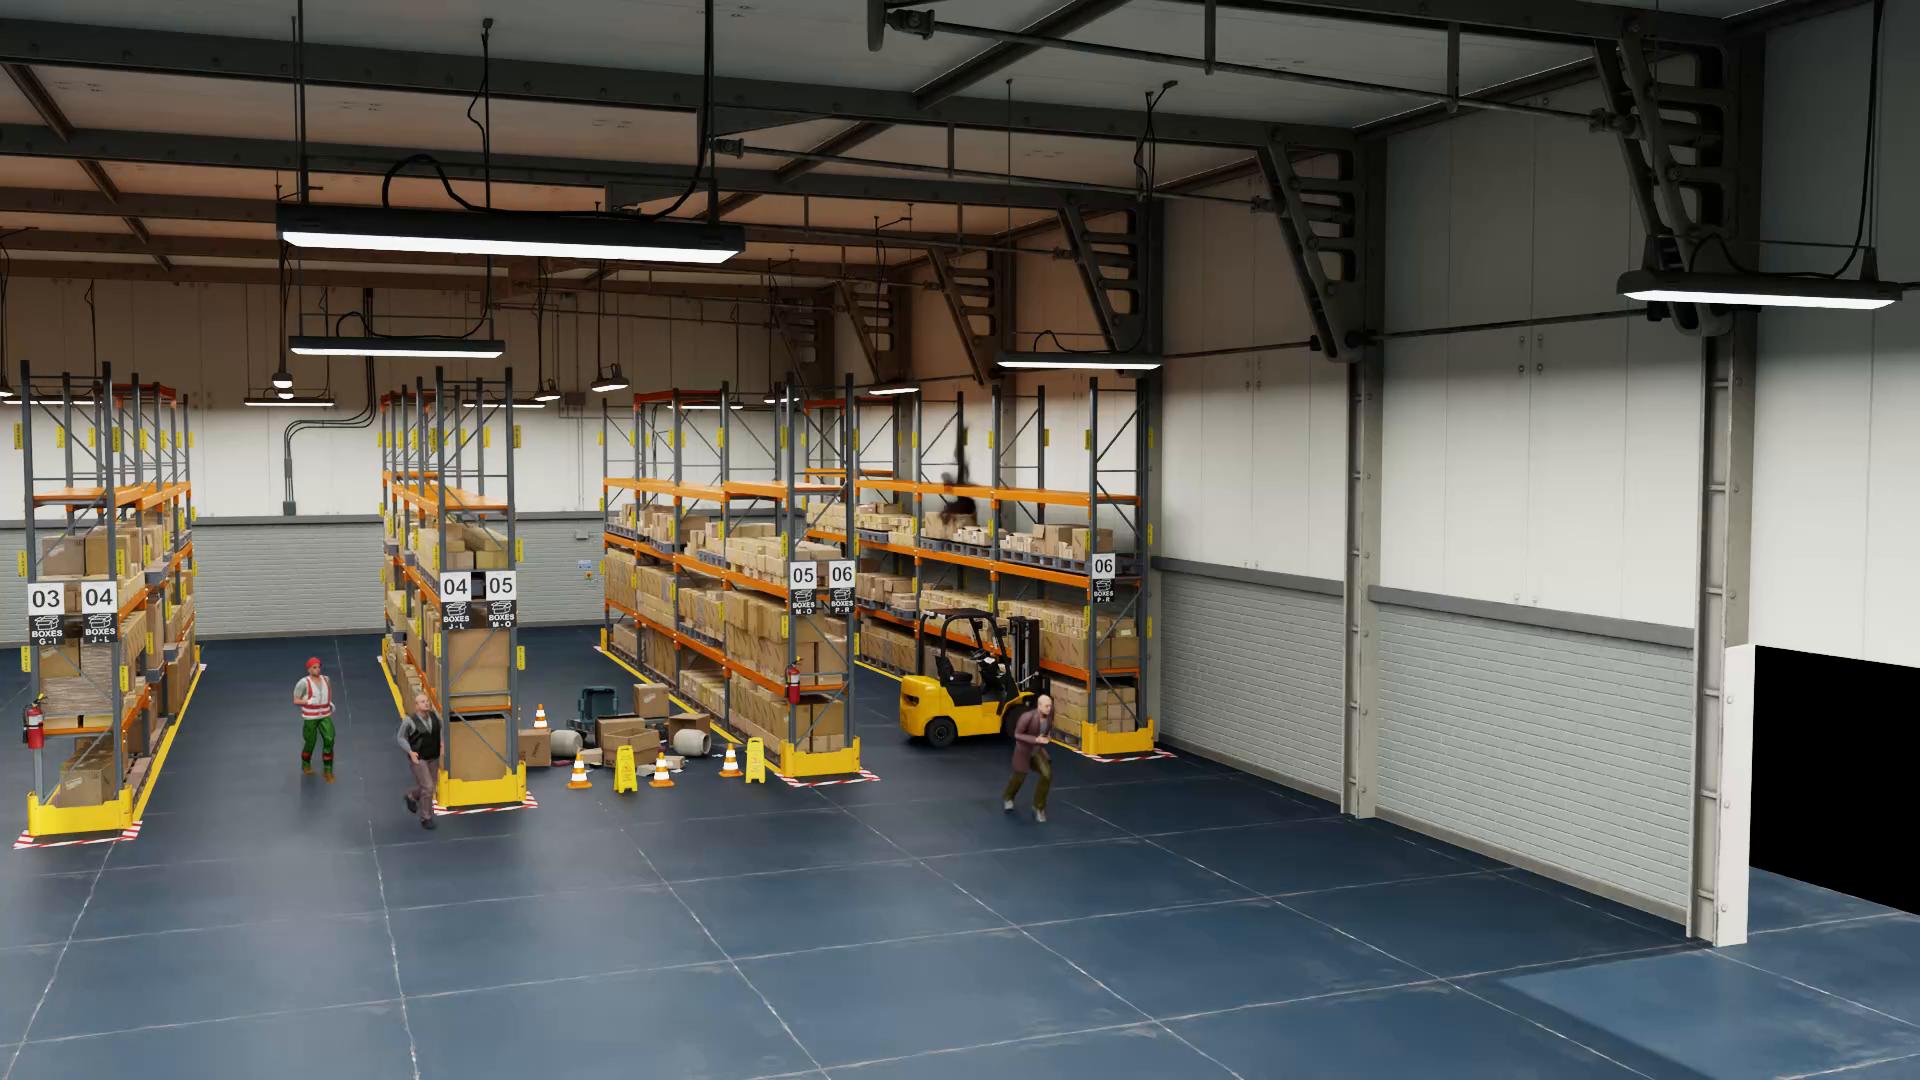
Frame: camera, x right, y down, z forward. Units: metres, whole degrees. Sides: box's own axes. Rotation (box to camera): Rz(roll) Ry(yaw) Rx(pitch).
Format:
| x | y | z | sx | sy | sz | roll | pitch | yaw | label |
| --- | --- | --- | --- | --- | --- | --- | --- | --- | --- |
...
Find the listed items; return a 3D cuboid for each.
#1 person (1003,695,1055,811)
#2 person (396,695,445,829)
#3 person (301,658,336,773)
| x | y | z | sx | sy | sz | roll | pitch | yaw | label |
| --- | --- | --- | --- | --- | --- | --- | --- | --- | --- |
| 0.929 | 2.773 | 22.018 | 0.752 | 1.540 | 1.038 | -2 | 4 | -34 | person |
| -7.021 | 2.856 | 21.635 | 0.760 | 1.735 | 0.654 | 3 | 4 | 39 | person |
| -9.410 | 2.562 | 24.400 | 0.496 | 1.697 | 0.799 | -3 | 5 | -42 | person |
